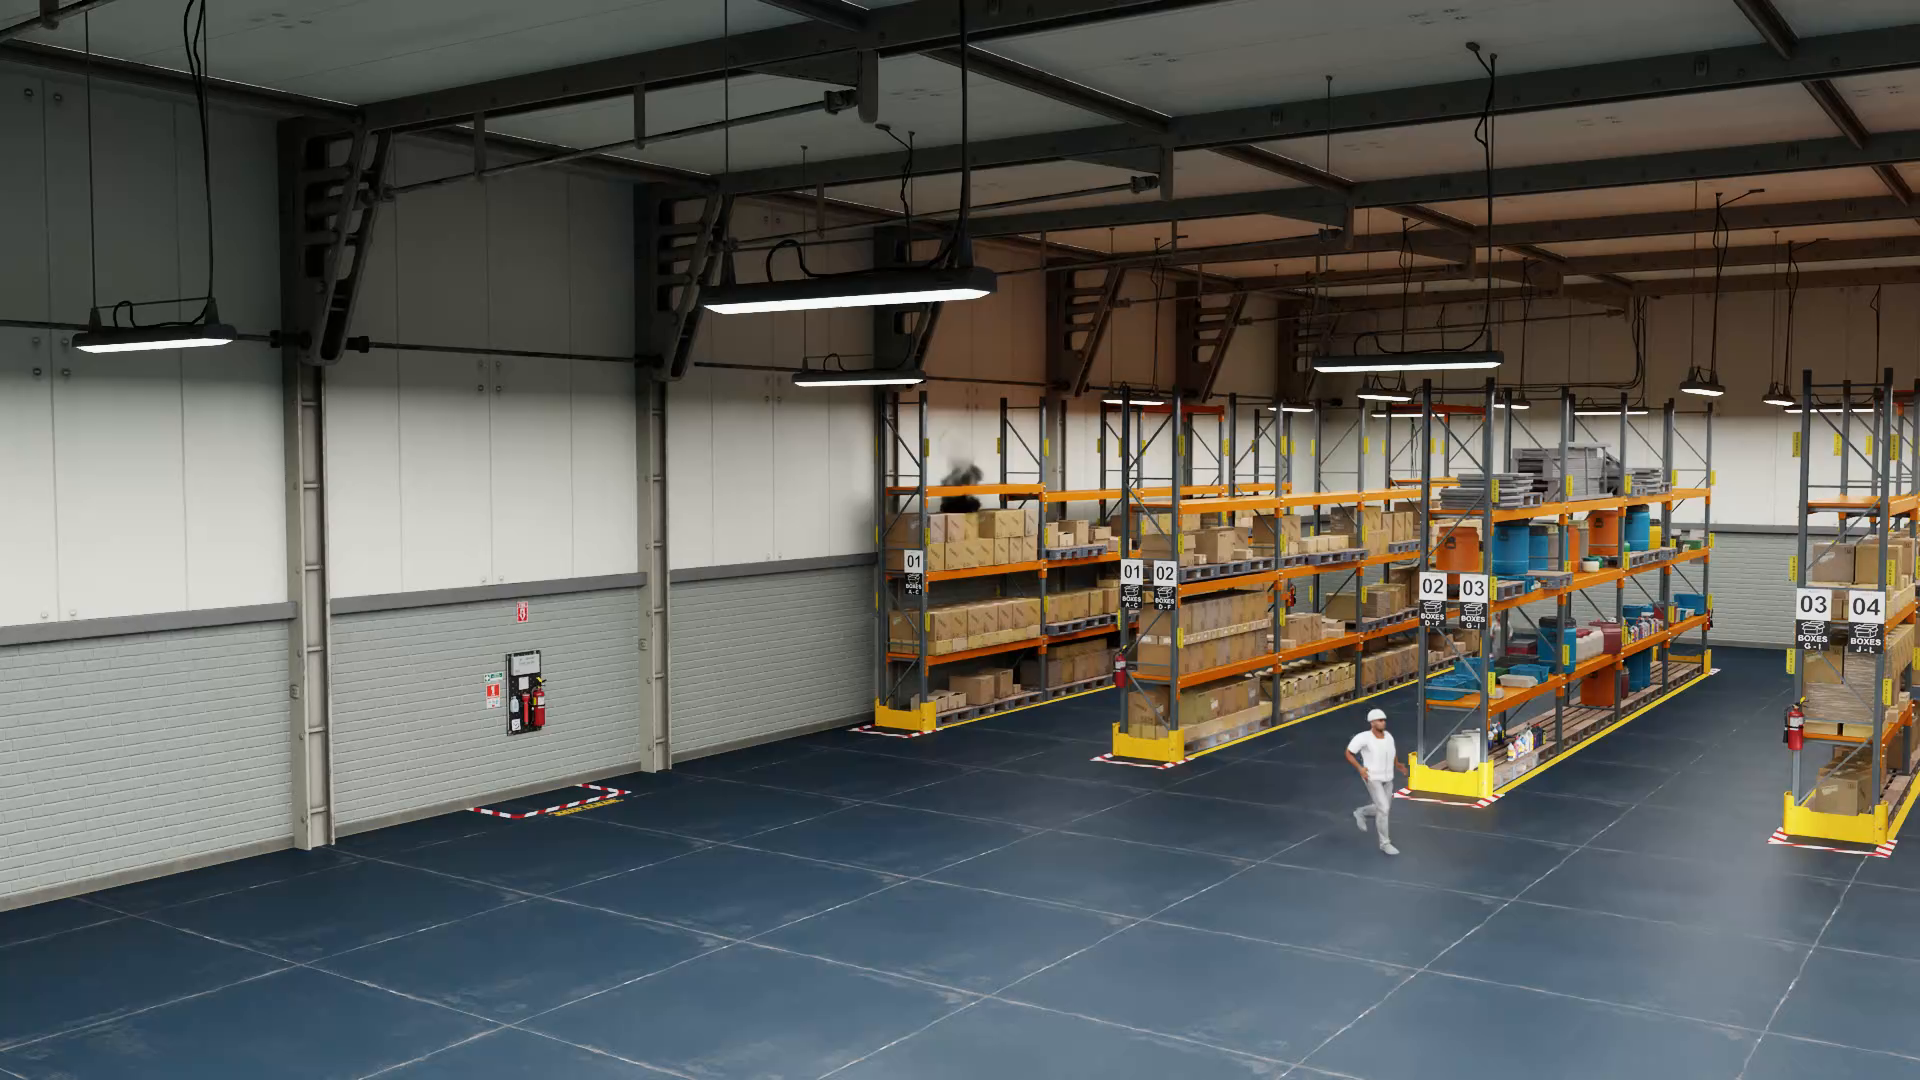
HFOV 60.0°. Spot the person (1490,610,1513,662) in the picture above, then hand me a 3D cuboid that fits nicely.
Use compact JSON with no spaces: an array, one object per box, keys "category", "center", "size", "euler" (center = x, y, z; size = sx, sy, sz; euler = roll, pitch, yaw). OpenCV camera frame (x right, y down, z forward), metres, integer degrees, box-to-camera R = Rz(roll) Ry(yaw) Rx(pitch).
[{"category":"person","center":[11.306,2.277,34.838],"size":[0.490,1.644,0.777],"euler":[2,4,26]}]

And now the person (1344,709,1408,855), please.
[{"category":"person","center":[5.183,2.986,20.778],"size":[0.700,1.758,0.850],"euler":[-2,4,-30]}]
